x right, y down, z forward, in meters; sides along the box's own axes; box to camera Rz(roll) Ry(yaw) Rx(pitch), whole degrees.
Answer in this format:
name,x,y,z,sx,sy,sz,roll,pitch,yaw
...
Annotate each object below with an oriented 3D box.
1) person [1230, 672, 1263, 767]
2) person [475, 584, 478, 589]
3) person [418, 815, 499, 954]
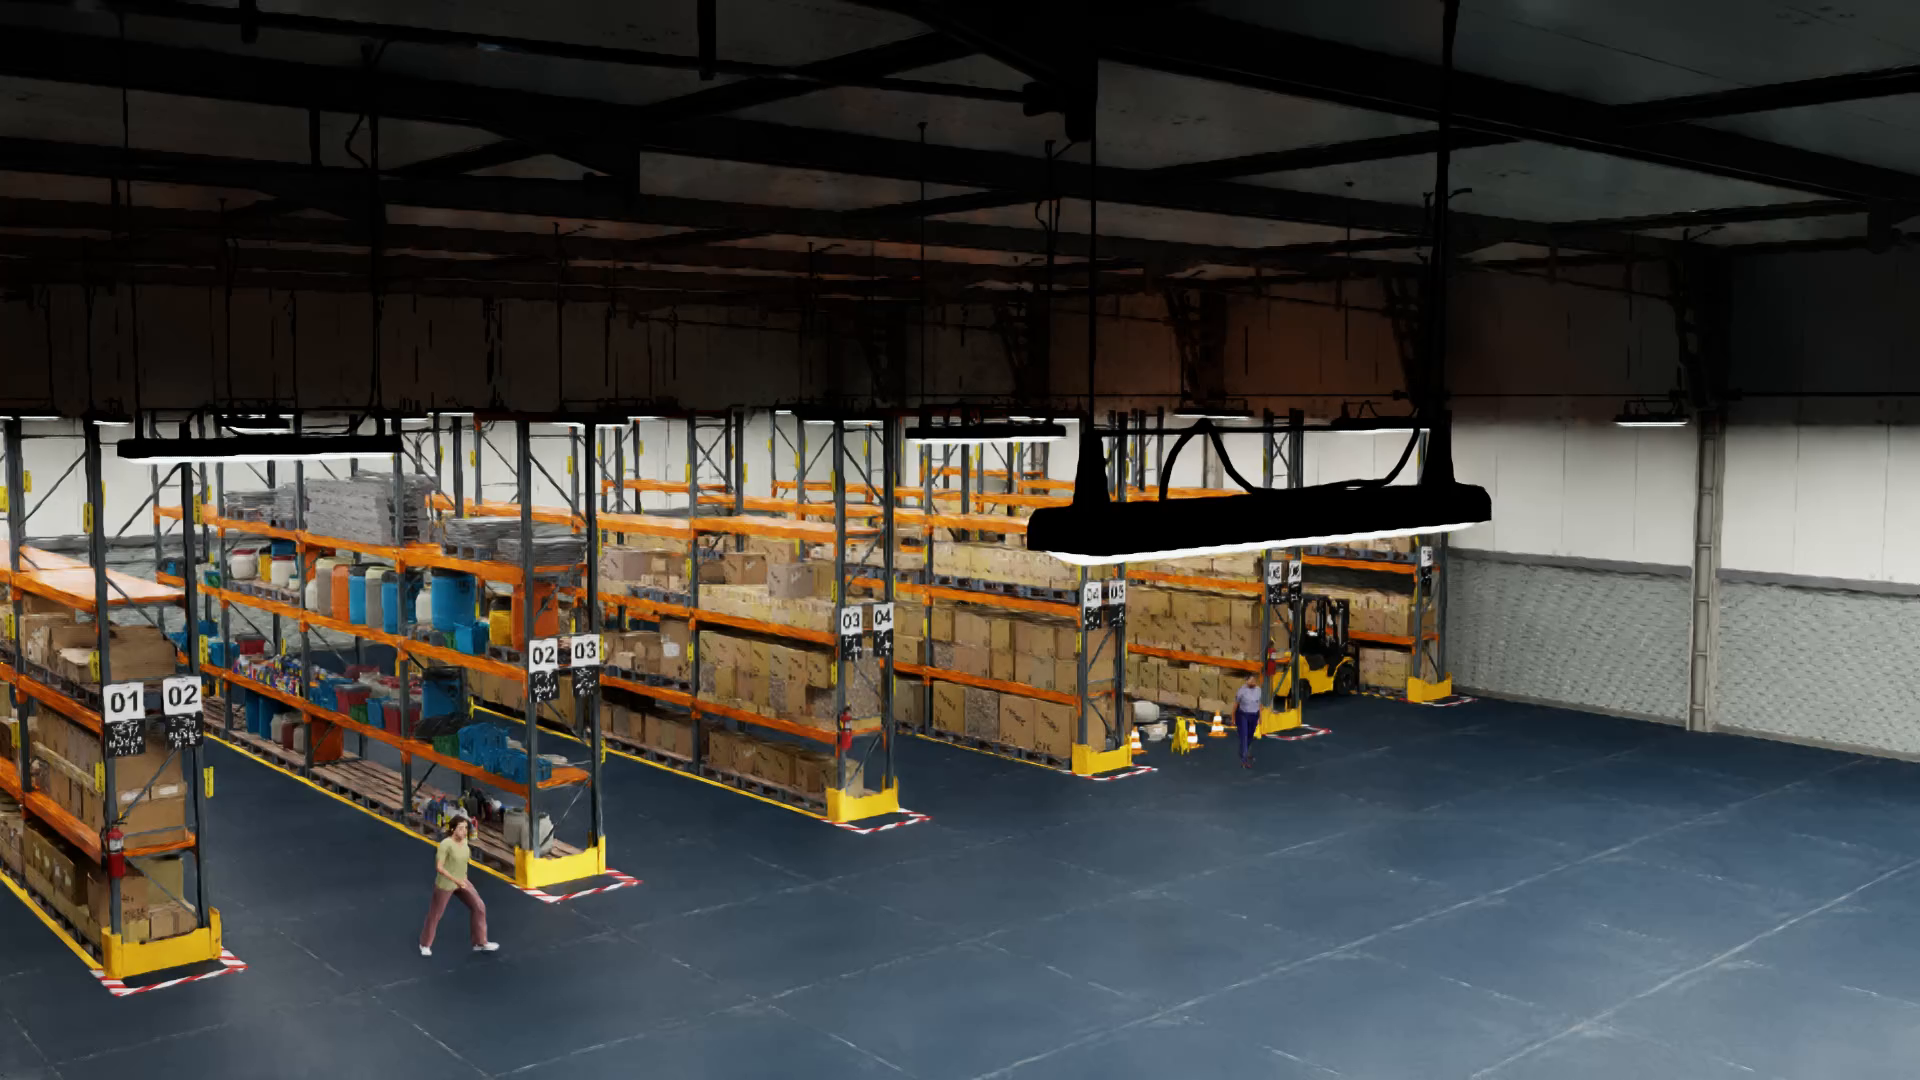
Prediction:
name,x,y,z,sx,sy,sz,roll,pitch,yaw
person,4.928,3.040,28.427,0.519,1.595,0.935,-2,5,-17
person,-11.523,1.935,40.092,0.700,1.736,0.510,2,5,21
person,-5.729,3.872,18.776,0.814,1.602,0.621,3,6,32
